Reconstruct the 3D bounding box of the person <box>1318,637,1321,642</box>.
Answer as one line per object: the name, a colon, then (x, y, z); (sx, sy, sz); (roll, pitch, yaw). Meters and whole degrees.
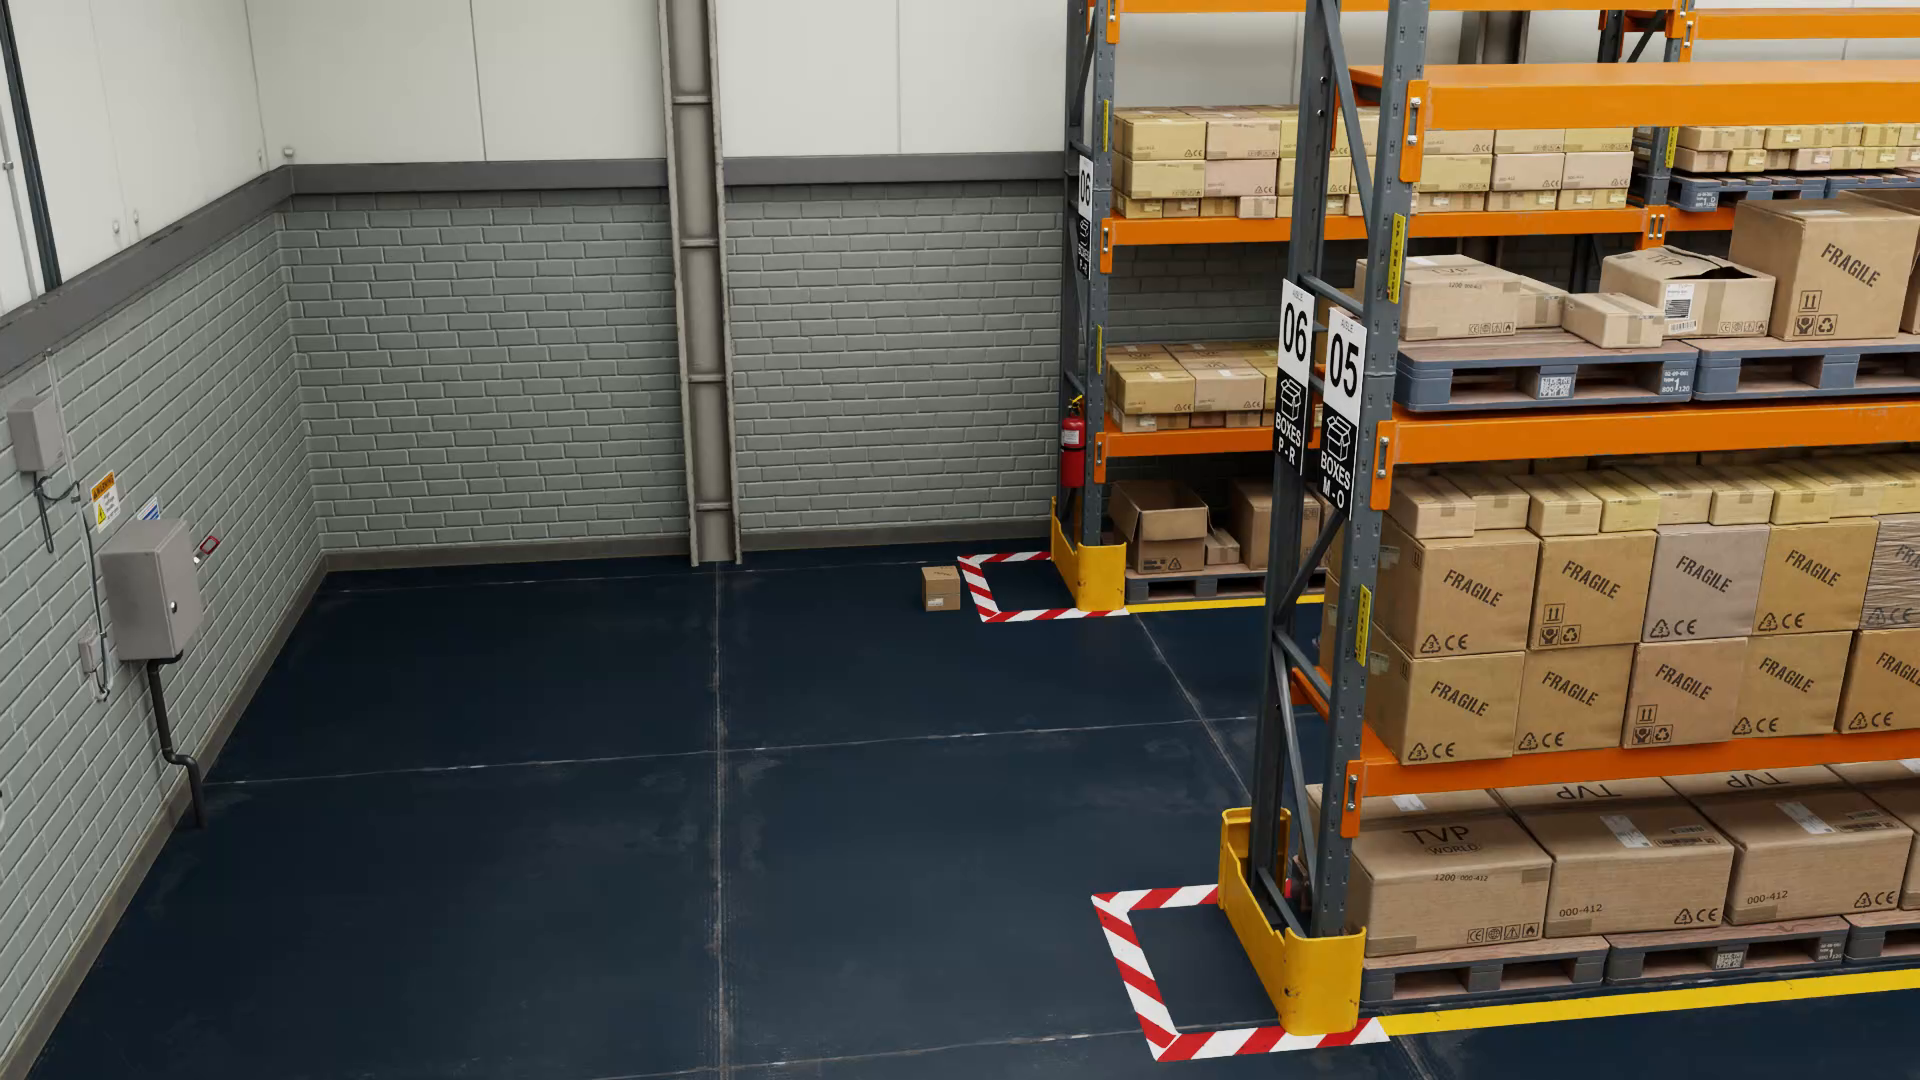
person: (2.717, 0.190, 10.532); (0.791, 1.623, 0.452); (3, 20, 9)
